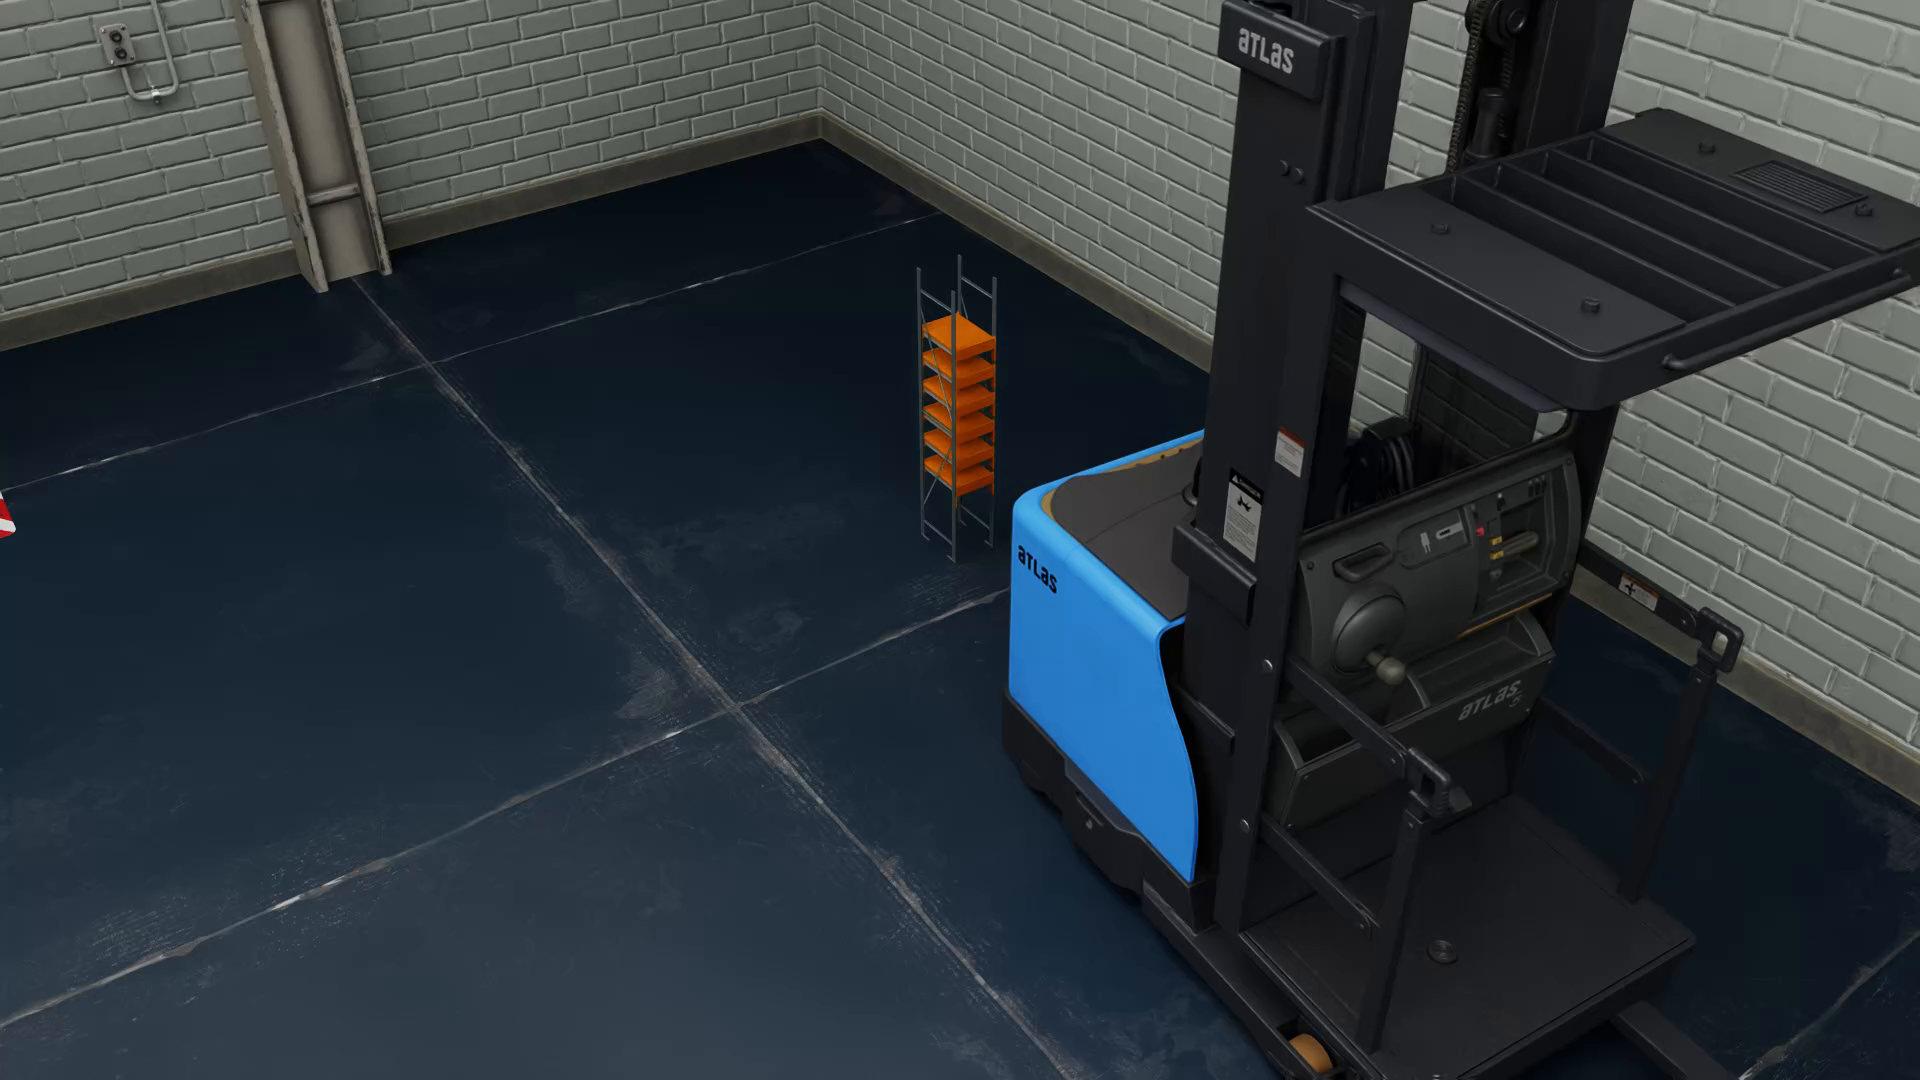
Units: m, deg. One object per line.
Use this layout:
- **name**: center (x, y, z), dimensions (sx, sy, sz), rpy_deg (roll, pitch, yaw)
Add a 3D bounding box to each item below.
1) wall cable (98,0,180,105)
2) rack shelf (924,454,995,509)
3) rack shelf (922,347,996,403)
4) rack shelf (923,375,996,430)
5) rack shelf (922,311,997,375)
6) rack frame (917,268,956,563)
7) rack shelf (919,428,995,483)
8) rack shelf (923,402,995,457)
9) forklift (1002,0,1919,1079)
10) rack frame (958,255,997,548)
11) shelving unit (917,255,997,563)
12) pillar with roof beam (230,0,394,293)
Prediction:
- **wall cable**: center (-4.416, -2.595, 6.919), dimensions (1.851, 1.984, 0.084), rpy_deg (-22, 41, -28)
- **rack shelf**: center (-0.012, -0.251, 6.559), dimensions (0.180, 0.103, 0.258), rpy_deg (-22, 41, -28)
- **rack shelf**: center (-0.012, -0.641, 6.279), dimensions (0.180, 0.103, 0.258), rpy_deg (-22, 41, -28)
- **rack shelf**: center (-0.012, -0.544, 6.349), dimensions (0.180, 0.103, 0.258), rpy_deg (-22, 41, -28)
- **rack shelf**: center (-0.012, -0.738, 6.209), dimensions (0.180, 0.103, 0.258), rpy_deg (-22, 41, -28)
- **rack frame**: center (-0.087, -0.451, 6.350), dimensions (0.006, 1.200, 0.240), rpy_deg (-22, 41, -28)
- **rack shelf**: center (-0.012, -0.349, 6.489), dimensions (0.180, 0.103, 0.258), rpy_deg (-22, 41, -28)
- **rack shelf**: center (-0.012, -0.446, 6.419), dimensions (0.180, 0.103, 0.258), rpy_deg (-22, 41, -28)
- **forklift**: center (1.338, 0.132, 4.056), dimensions (1.130, 2.935, 3.031), rpy_deg (-19, 40, -25)
- **rack frame**: center (0.063, -0.513, 6.436), dimensions (0.006, 1.200, 0.240), rpy_deg (-22, 41, -28)
- **shelving unit**: center (-0.012, -0.482, 6.393), dimensions (0.189, 1.200, 0.258), rpy_deg (-22, 41, -28)
- **pillar with roof beam**: center (-0.730, -3.002, 3.217), dimensions (0.400, 9.000, 9.100), rpy_deg (-22, 41, -28)
